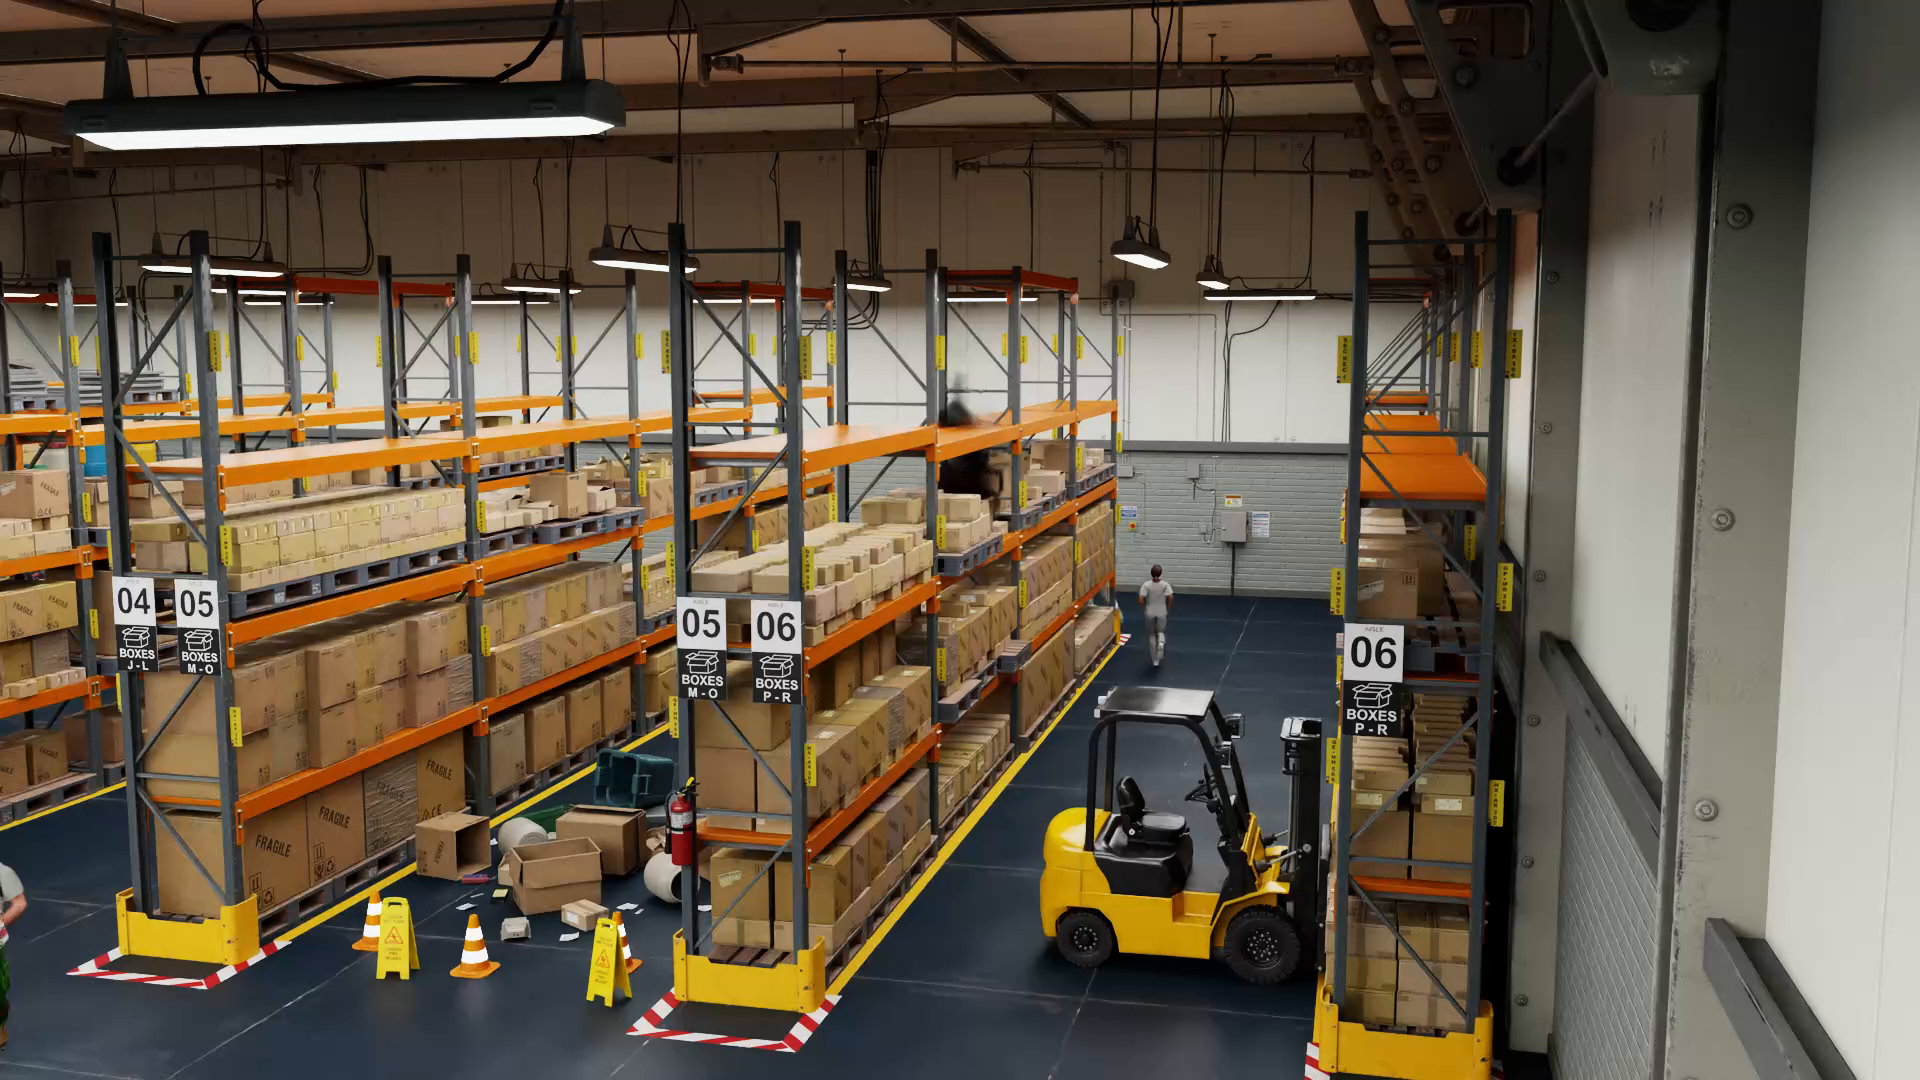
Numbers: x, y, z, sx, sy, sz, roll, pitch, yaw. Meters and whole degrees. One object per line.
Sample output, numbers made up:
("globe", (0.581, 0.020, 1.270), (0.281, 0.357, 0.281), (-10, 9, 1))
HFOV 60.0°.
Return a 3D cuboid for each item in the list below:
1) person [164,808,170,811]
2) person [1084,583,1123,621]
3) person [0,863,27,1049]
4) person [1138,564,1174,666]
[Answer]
("person", (-7.710, 2.342, 16.640), (0.606, 1.608, 0.556), (1, 7, 5))
("person", (2.433, 0.684, 29.576), (0.764, 1.789, 0.757), (5, 8, 35))
("person", (-6.894, 2.864, 11.641), (0.646, 1.789, 0.861), (-3, 8, -26))
("person", (3.074, 1.187, 26.106), (0.565, 1.626, 0.573), (1, 7, 5))
